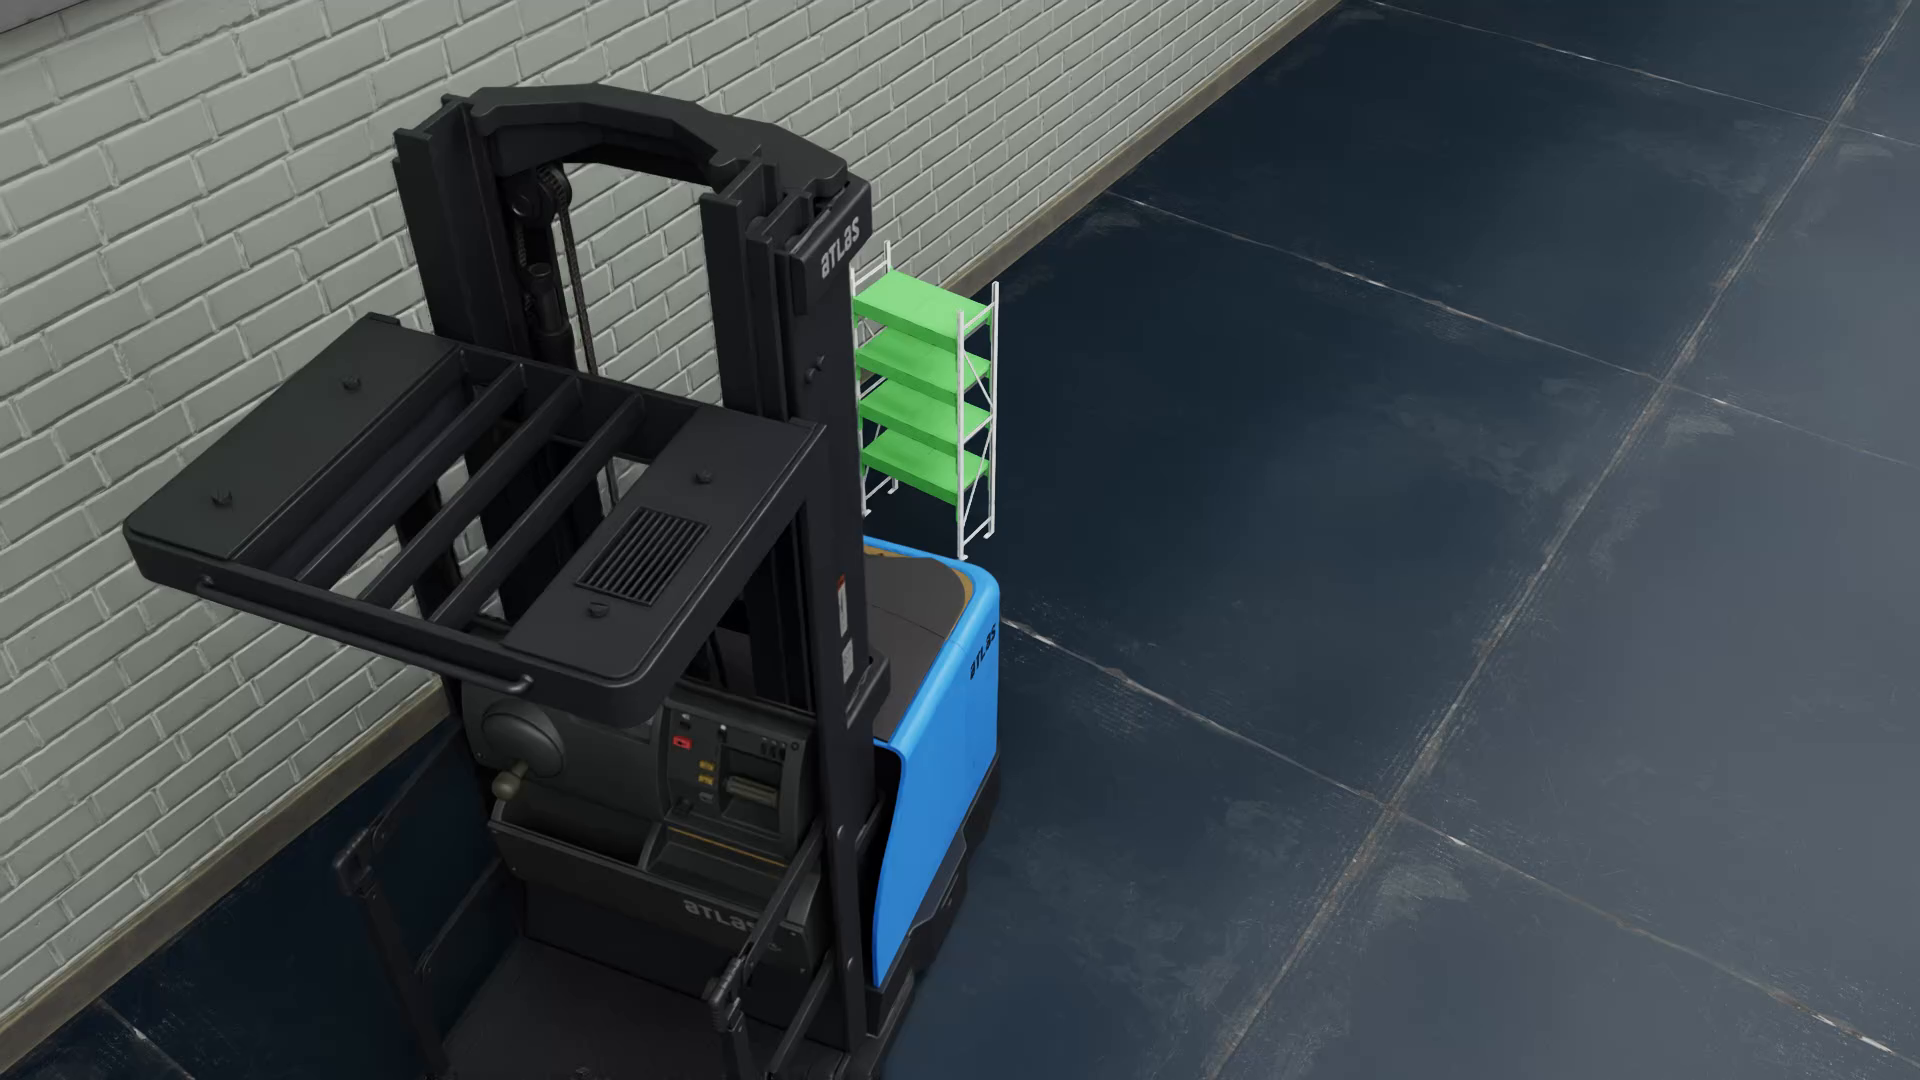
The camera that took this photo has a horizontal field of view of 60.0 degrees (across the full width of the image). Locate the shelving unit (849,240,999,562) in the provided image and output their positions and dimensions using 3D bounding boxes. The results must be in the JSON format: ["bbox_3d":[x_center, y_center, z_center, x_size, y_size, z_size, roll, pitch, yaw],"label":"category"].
[{"bbox_3d":[-0.136,-0.511,6.421,0.503,1.200,0.258,25,48,25],"label":"shelving unit"}]

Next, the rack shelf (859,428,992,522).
[{"bbox_3d":[-0.136,-0.284,6.623,0.480,0.148,0.258,25,48,25],"label":"rack shelf"}]

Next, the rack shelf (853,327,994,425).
[{"bbox_3d":[-0.136,-0.642,6.303,0.480,0.148,0.258,25,48,25],"label":"rack shelf"}]

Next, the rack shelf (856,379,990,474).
[{"bbox_3d":[-0.136,-0.463,6.463,0.480,0.148,0.258,25,48,25],"label":"rack shelf"}]

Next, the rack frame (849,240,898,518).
[{"bbox_3d":[-0.335,-0.604,6.525,0.015,1.200,0.240,25,48,25],"label":"rack frame"}]

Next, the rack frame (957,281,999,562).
[{"bbox_3d":[0.064,-0.417,6.316,0.015,1.200,0.240,25,48,25],"label":"rack frame"}]

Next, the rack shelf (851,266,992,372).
[{"bbox_3d":[-0.136,-0.821,6.143,0.480,0.148,0.258,25,48,25],"label":"rack shelf"}]

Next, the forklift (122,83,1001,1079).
[{"bbox_3d":[-0.878,0.596,3.886,1.130,2.935,3.031,15,44,16],"label":"forklift"}]
